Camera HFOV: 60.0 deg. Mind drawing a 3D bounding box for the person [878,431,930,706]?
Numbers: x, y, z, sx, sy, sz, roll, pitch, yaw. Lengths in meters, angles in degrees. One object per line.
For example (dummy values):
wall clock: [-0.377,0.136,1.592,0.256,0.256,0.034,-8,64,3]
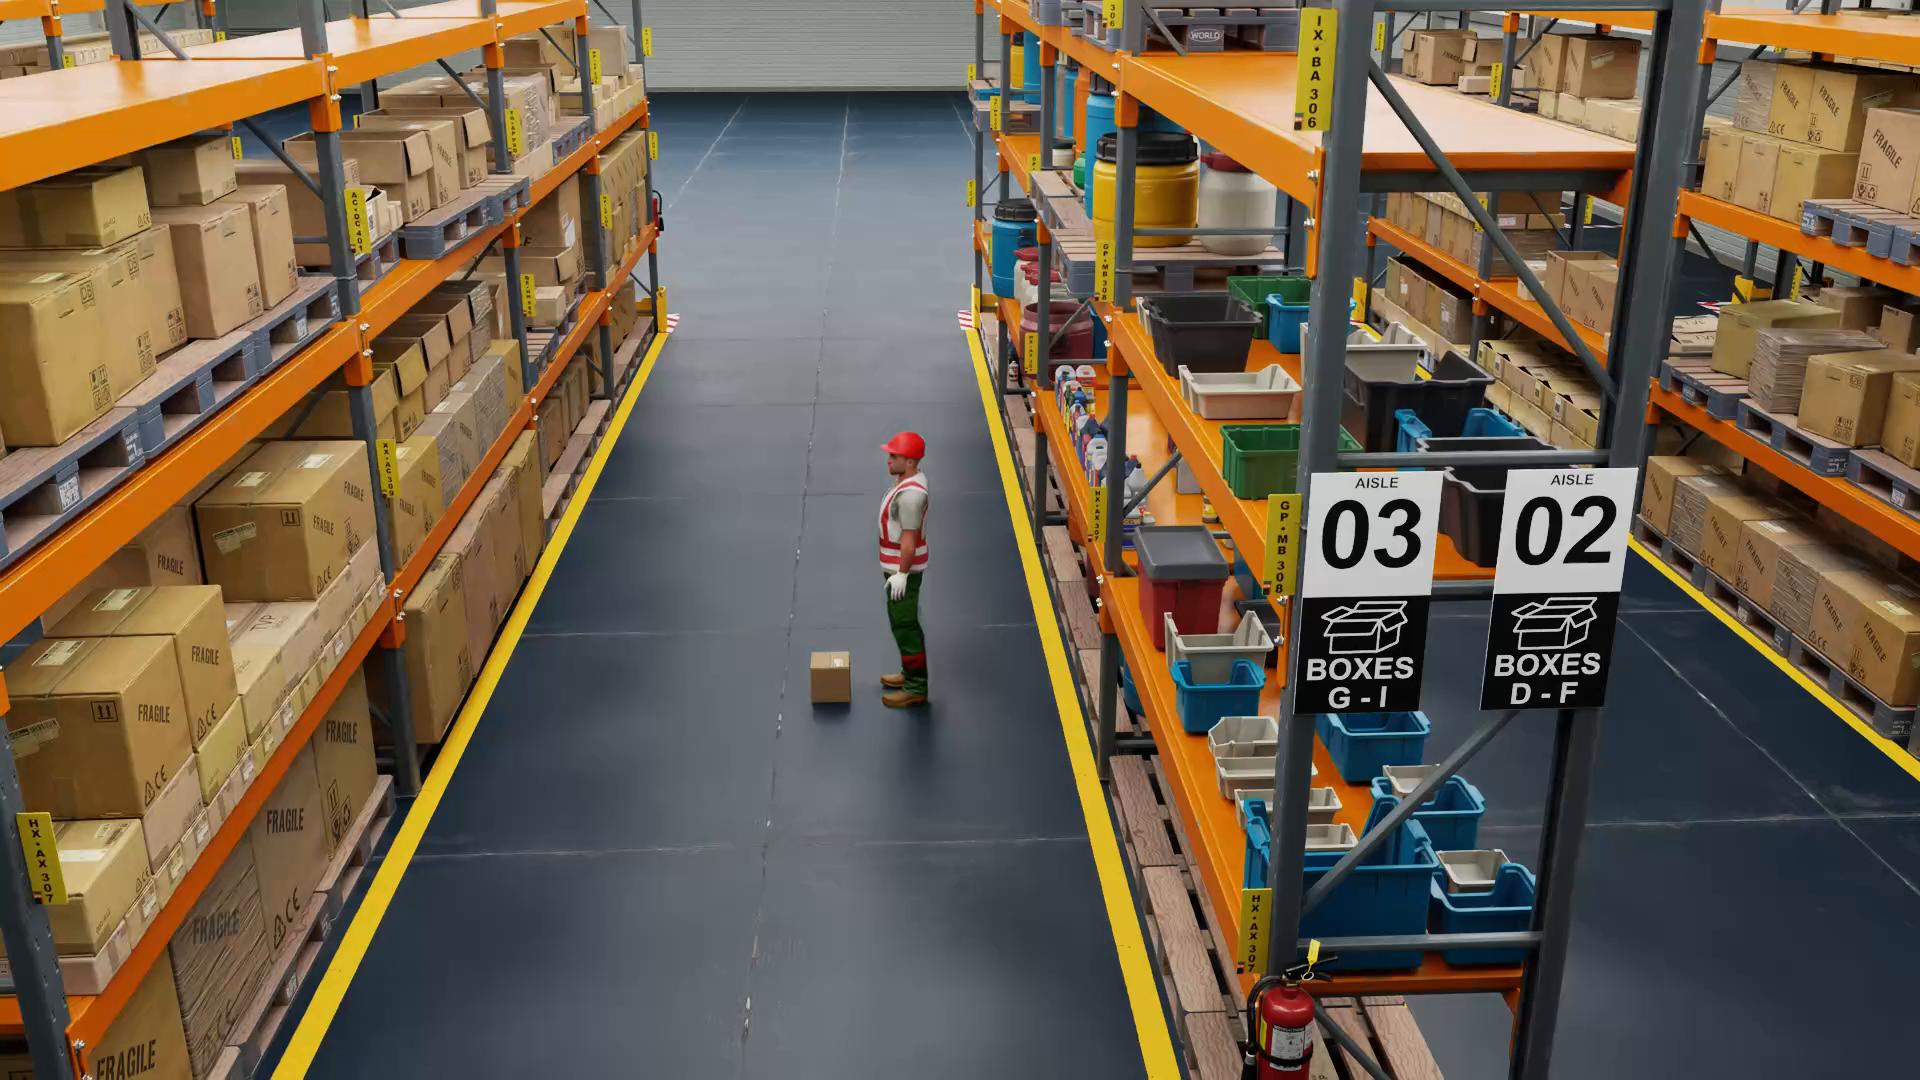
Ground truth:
person: [-0.356,0.169,10.583,0.337,1.789,0.524,-1,20,-2]
